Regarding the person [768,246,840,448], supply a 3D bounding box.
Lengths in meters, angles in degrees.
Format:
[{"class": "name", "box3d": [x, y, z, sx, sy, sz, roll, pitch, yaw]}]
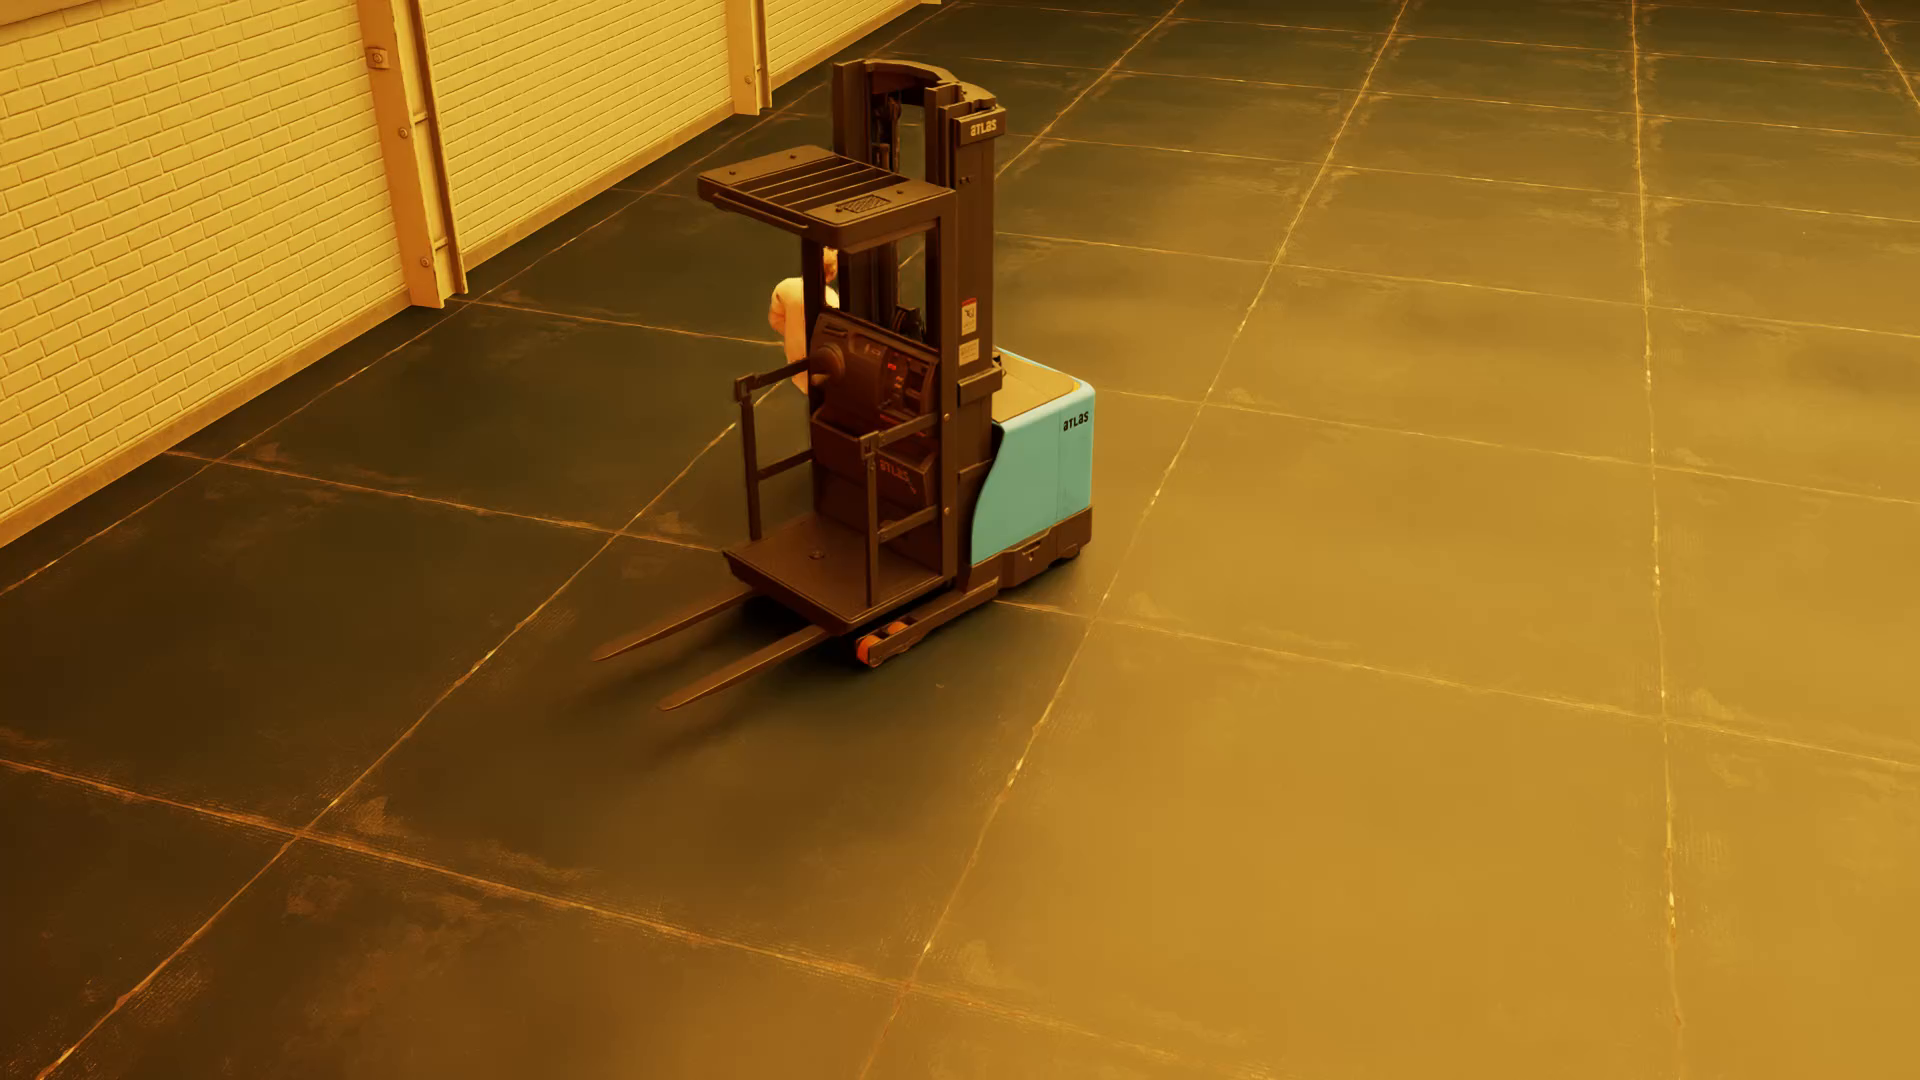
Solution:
[{"class": "person", "box3d": [-0.750, -1.118, 10.423, 0.830, 1.635, 0.649, 22, 36, 33]}]

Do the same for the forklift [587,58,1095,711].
[{"class": "forklift", "box3d": [-0.615, -0.883, 8.686, 3.031, 2.935, 1.130, -26, 39, -38]}]
